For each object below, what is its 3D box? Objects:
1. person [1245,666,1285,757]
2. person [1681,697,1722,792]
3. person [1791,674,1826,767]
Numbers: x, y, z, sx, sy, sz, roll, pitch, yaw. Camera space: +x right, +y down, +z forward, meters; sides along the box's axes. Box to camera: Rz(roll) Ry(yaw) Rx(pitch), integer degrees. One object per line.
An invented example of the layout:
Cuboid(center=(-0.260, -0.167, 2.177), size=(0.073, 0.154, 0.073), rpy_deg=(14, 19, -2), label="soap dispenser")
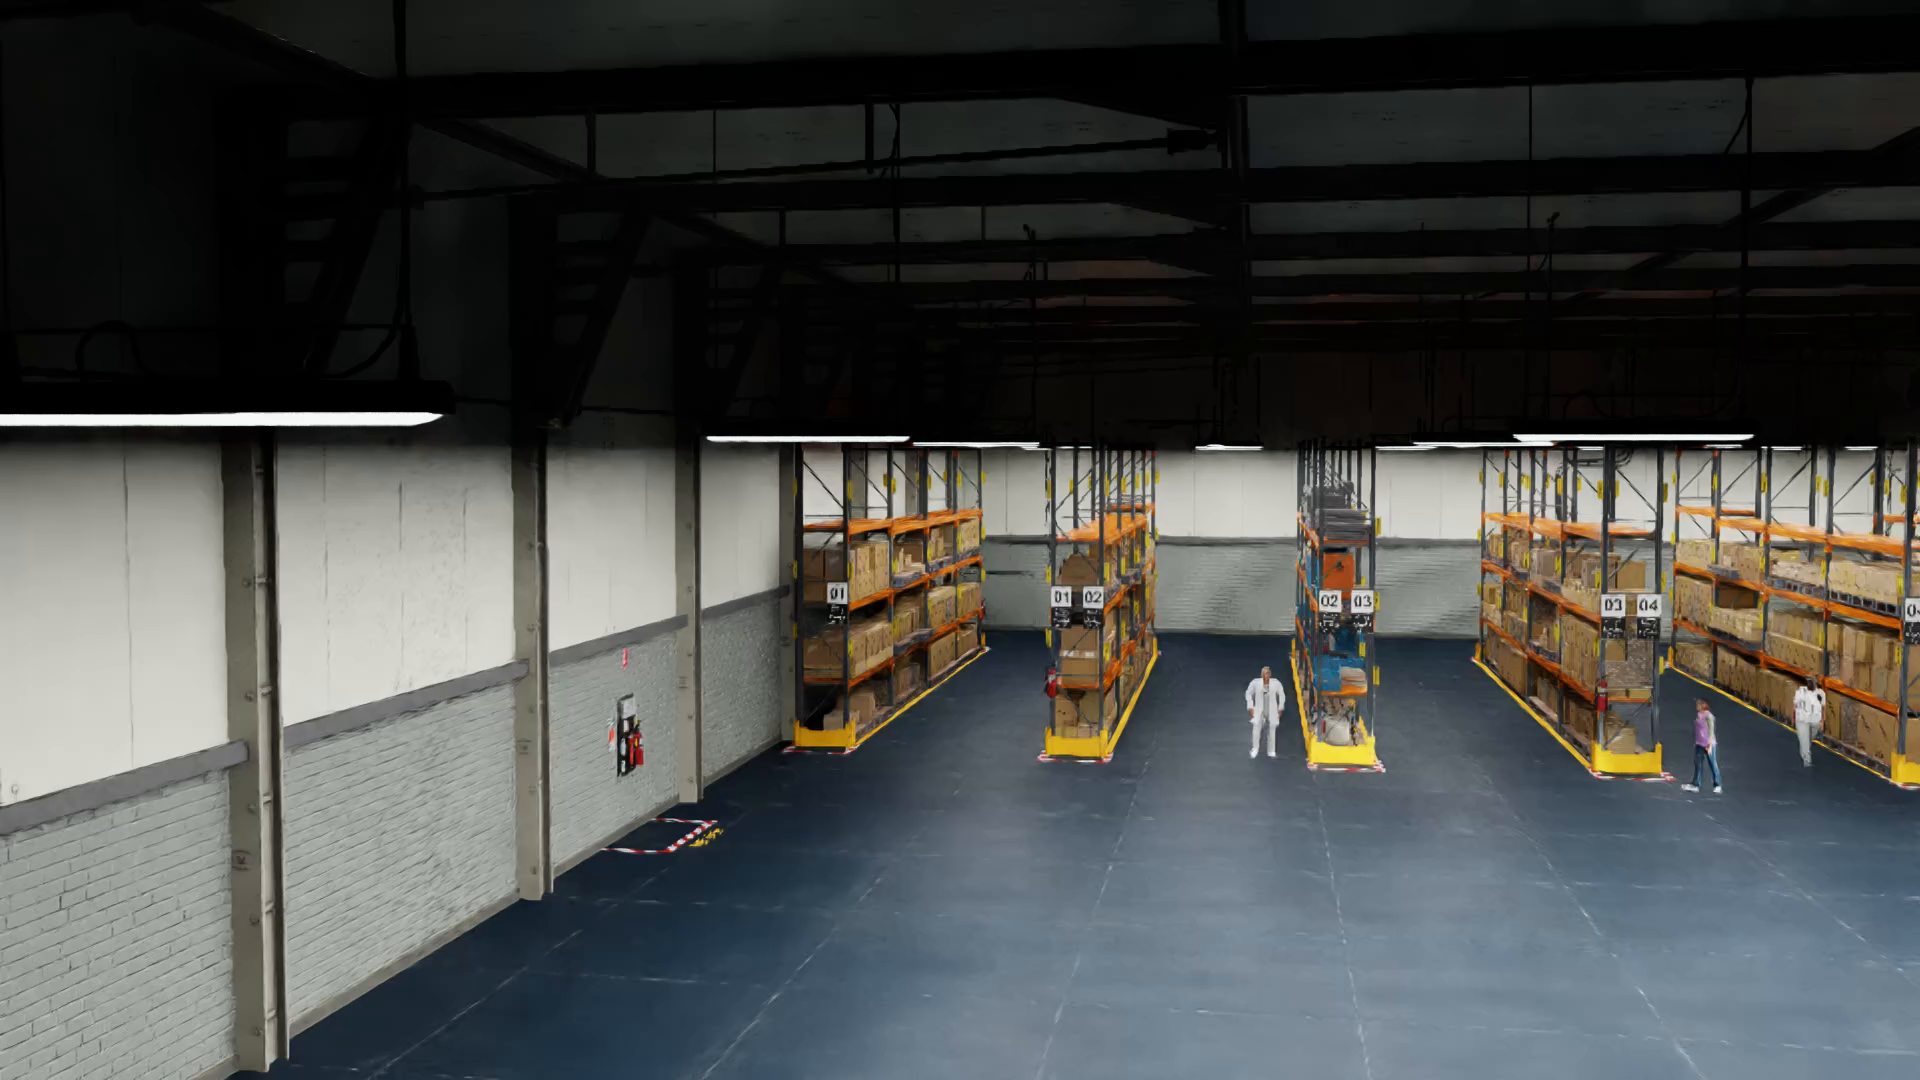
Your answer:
Cuboid(center=(5.715, 3.211, 31.161), size=(0.729, 1.734, 0.546), rpy_deg=(1, 3, 10), label="person")
Cuboid(center=(12.526, 3.439, 28.013), size=(0.571, 1.582, 0.537), rpy_deg=(0, 3, -7), label="person")
Cuboid(center=(15.502, 3.261, 30.312), size=(0.540, 1.676, 1.120), rpy_deg=(0, 3, 8), label="person")
